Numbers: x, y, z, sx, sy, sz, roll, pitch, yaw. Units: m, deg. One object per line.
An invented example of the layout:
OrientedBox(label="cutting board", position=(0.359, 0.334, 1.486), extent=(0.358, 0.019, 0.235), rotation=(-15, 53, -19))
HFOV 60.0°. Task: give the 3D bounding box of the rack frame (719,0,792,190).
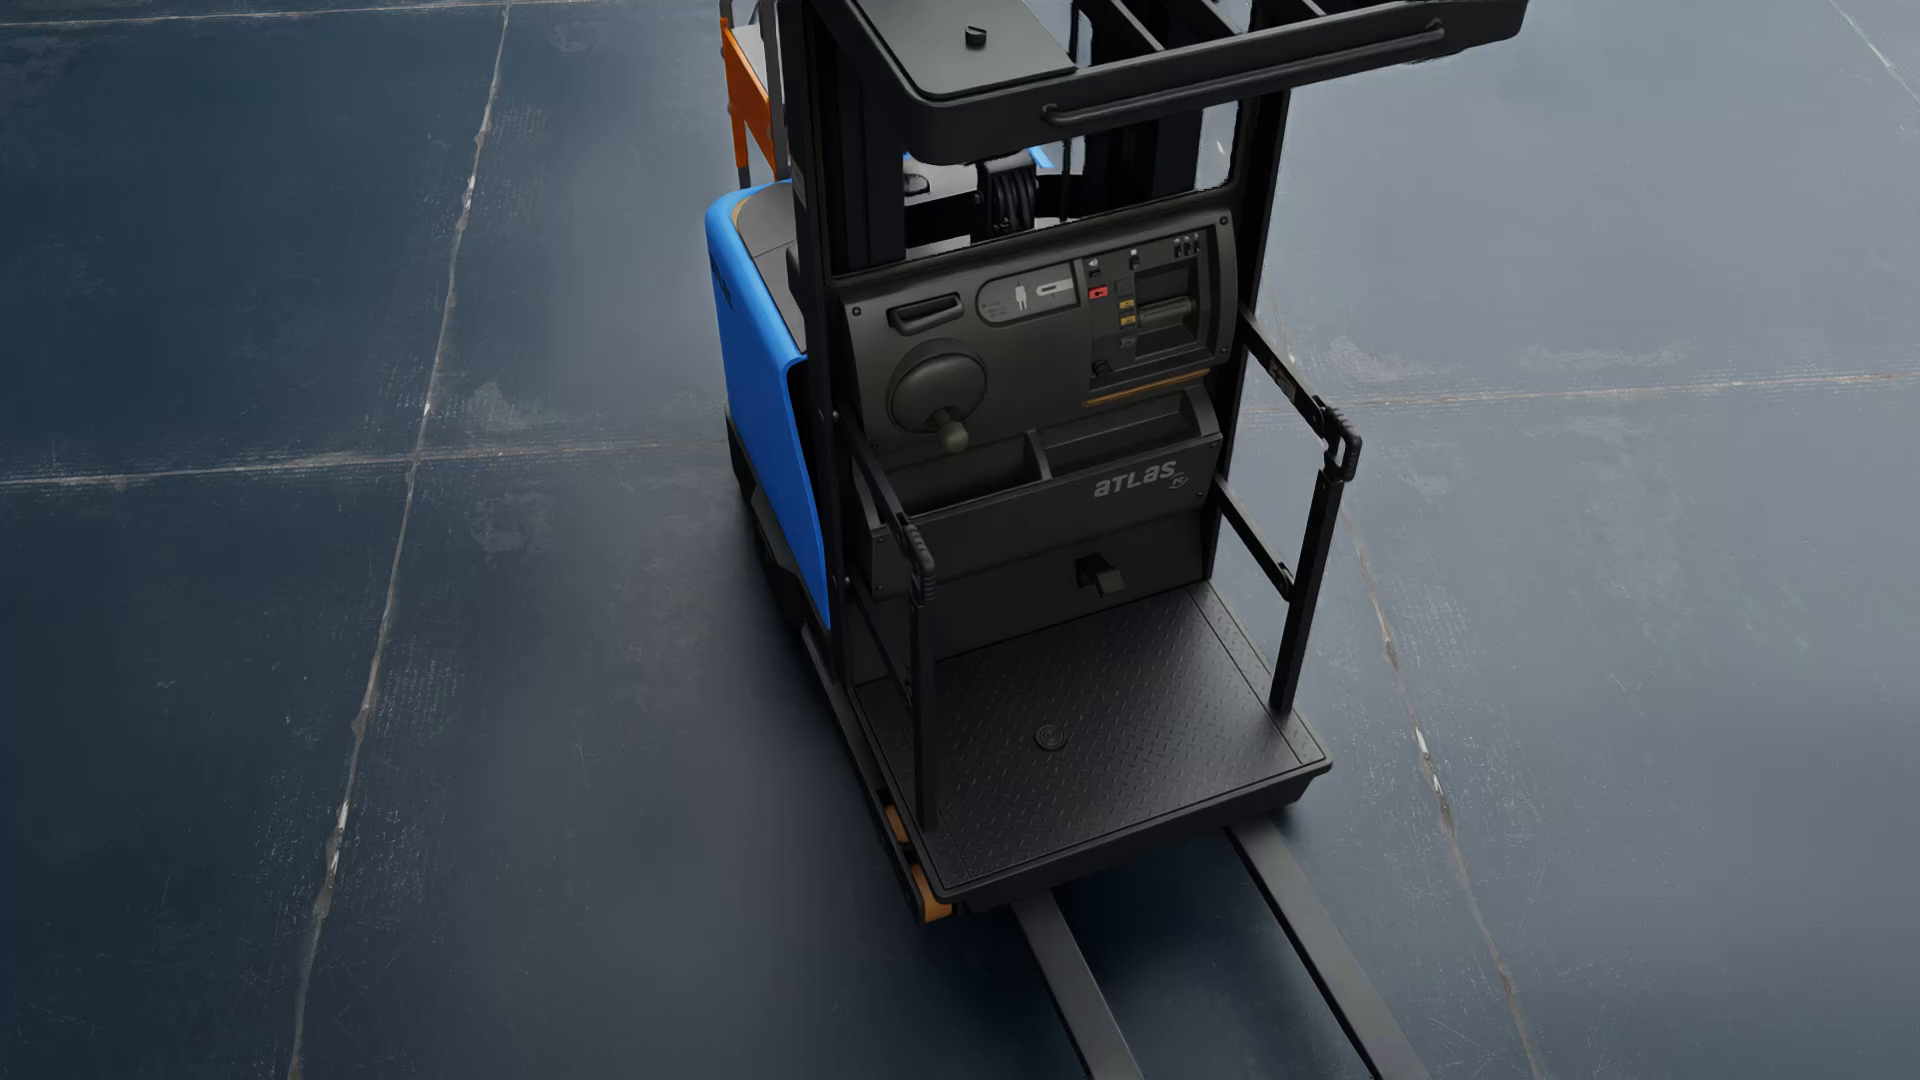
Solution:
OrientedBox(label="rack frame", position=(-0.524, -1.439, 5.166), extent=(0.400, 2.100, 0.015), rotation=(-16, 49, -15))

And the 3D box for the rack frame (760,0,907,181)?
OrientedBox(label="rack frame", position=(-0.344, -1.109, 4.855), extent=(0.400, 2.100, 0.015), rotation=(-16, 49, -15))

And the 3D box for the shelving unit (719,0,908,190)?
OrientedBox(label="shelving unit", position=(-0.434, -1.274, 5.010), extent=(0.431, 2.100, 0.503), rotation=(-16, 49, -15))

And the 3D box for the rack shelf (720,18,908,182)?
OrientedBox(label="rack shelf", position=(-0.434, -1.265, 5.020), extent=(0.431, 0.518, 0.480), rotation=(-16, 49, -15))

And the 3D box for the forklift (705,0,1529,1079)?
OrientedBox(label="forklift", position=(0.278, -0.375, 3.586), extent=(1.130, 2.935, 3.031), rotation=(-16, 49, -15))

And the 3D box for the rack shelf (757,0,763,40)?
OrientedBox(label="rack shelf", position=(-0.434, -1.746, 4.512), extent=(0.431, 0.518, 0.480), rotation=(-16, 49, -15))
